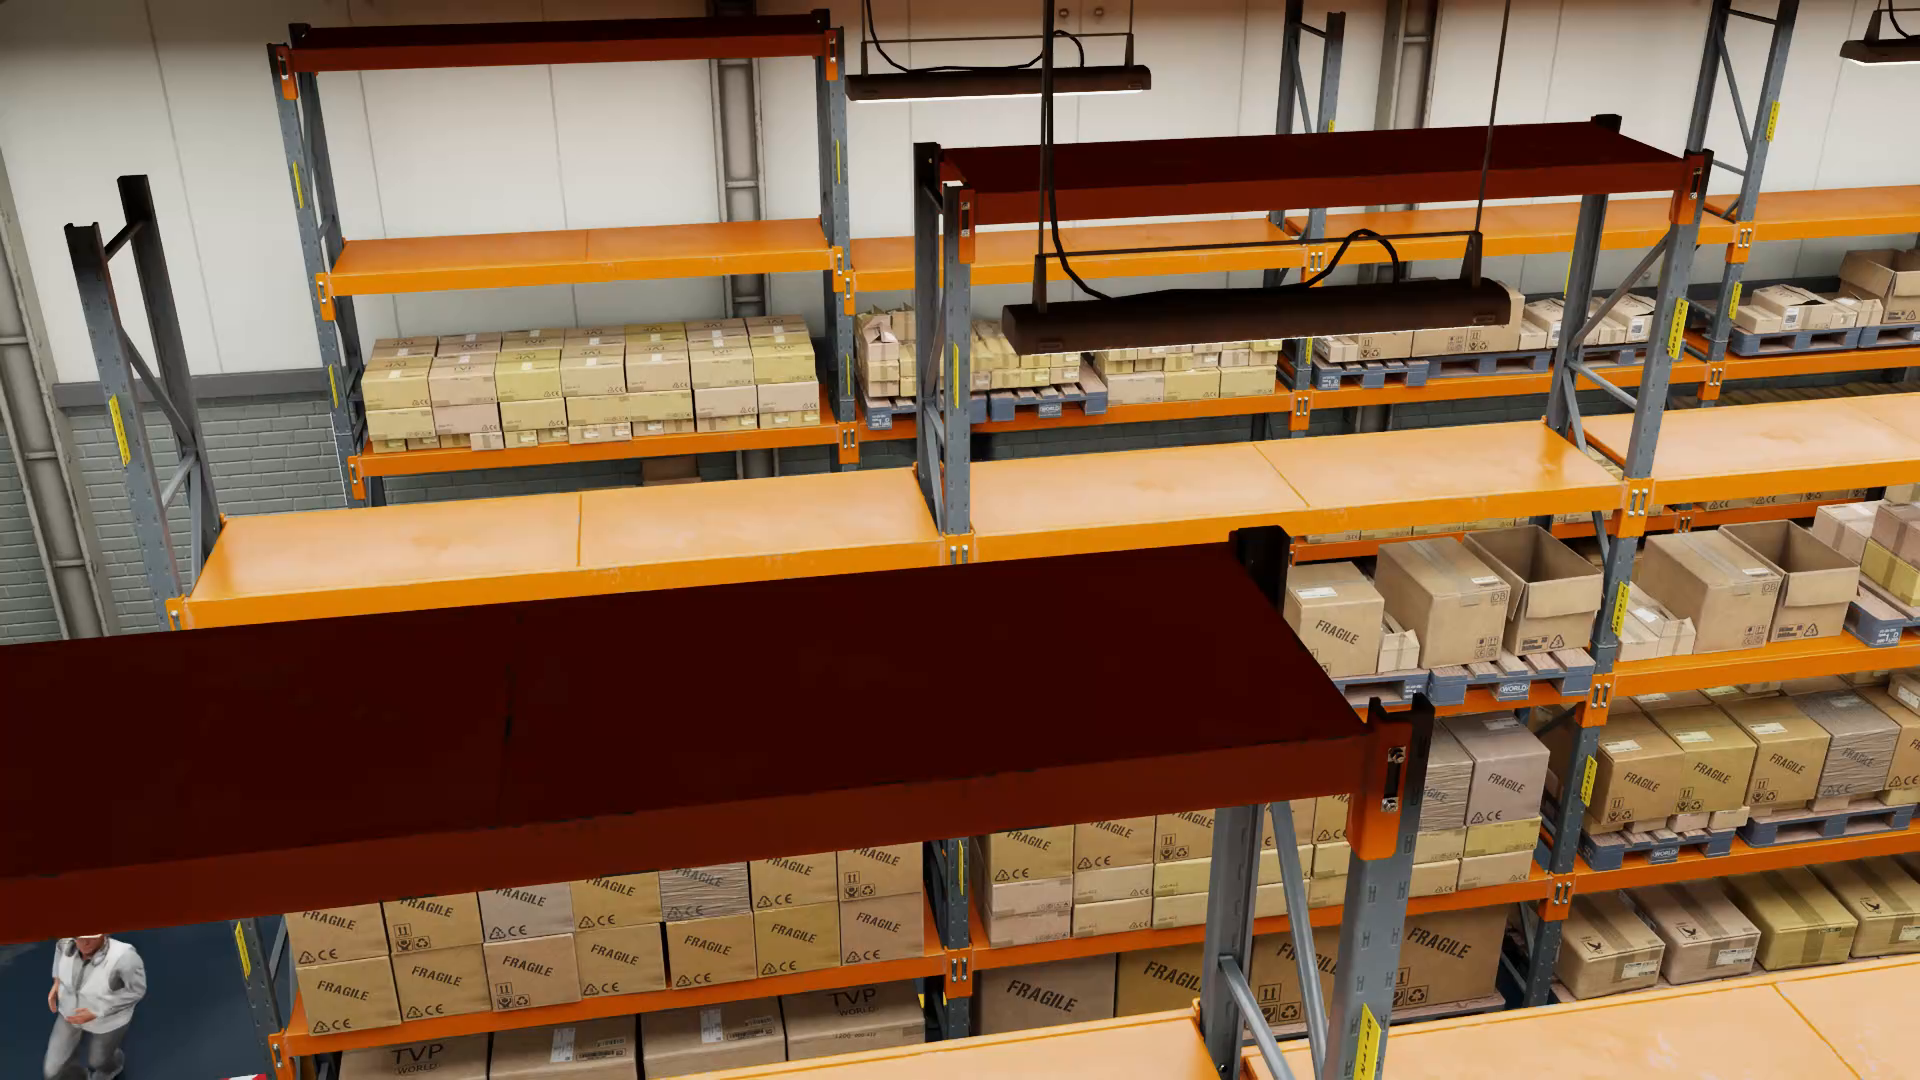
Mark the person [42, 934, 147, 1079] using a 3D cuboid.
[{"bbox_3d":[-5.400,2.900,10.357,0.828,1.677,0.646,5,26,10],"label":"person"}]
